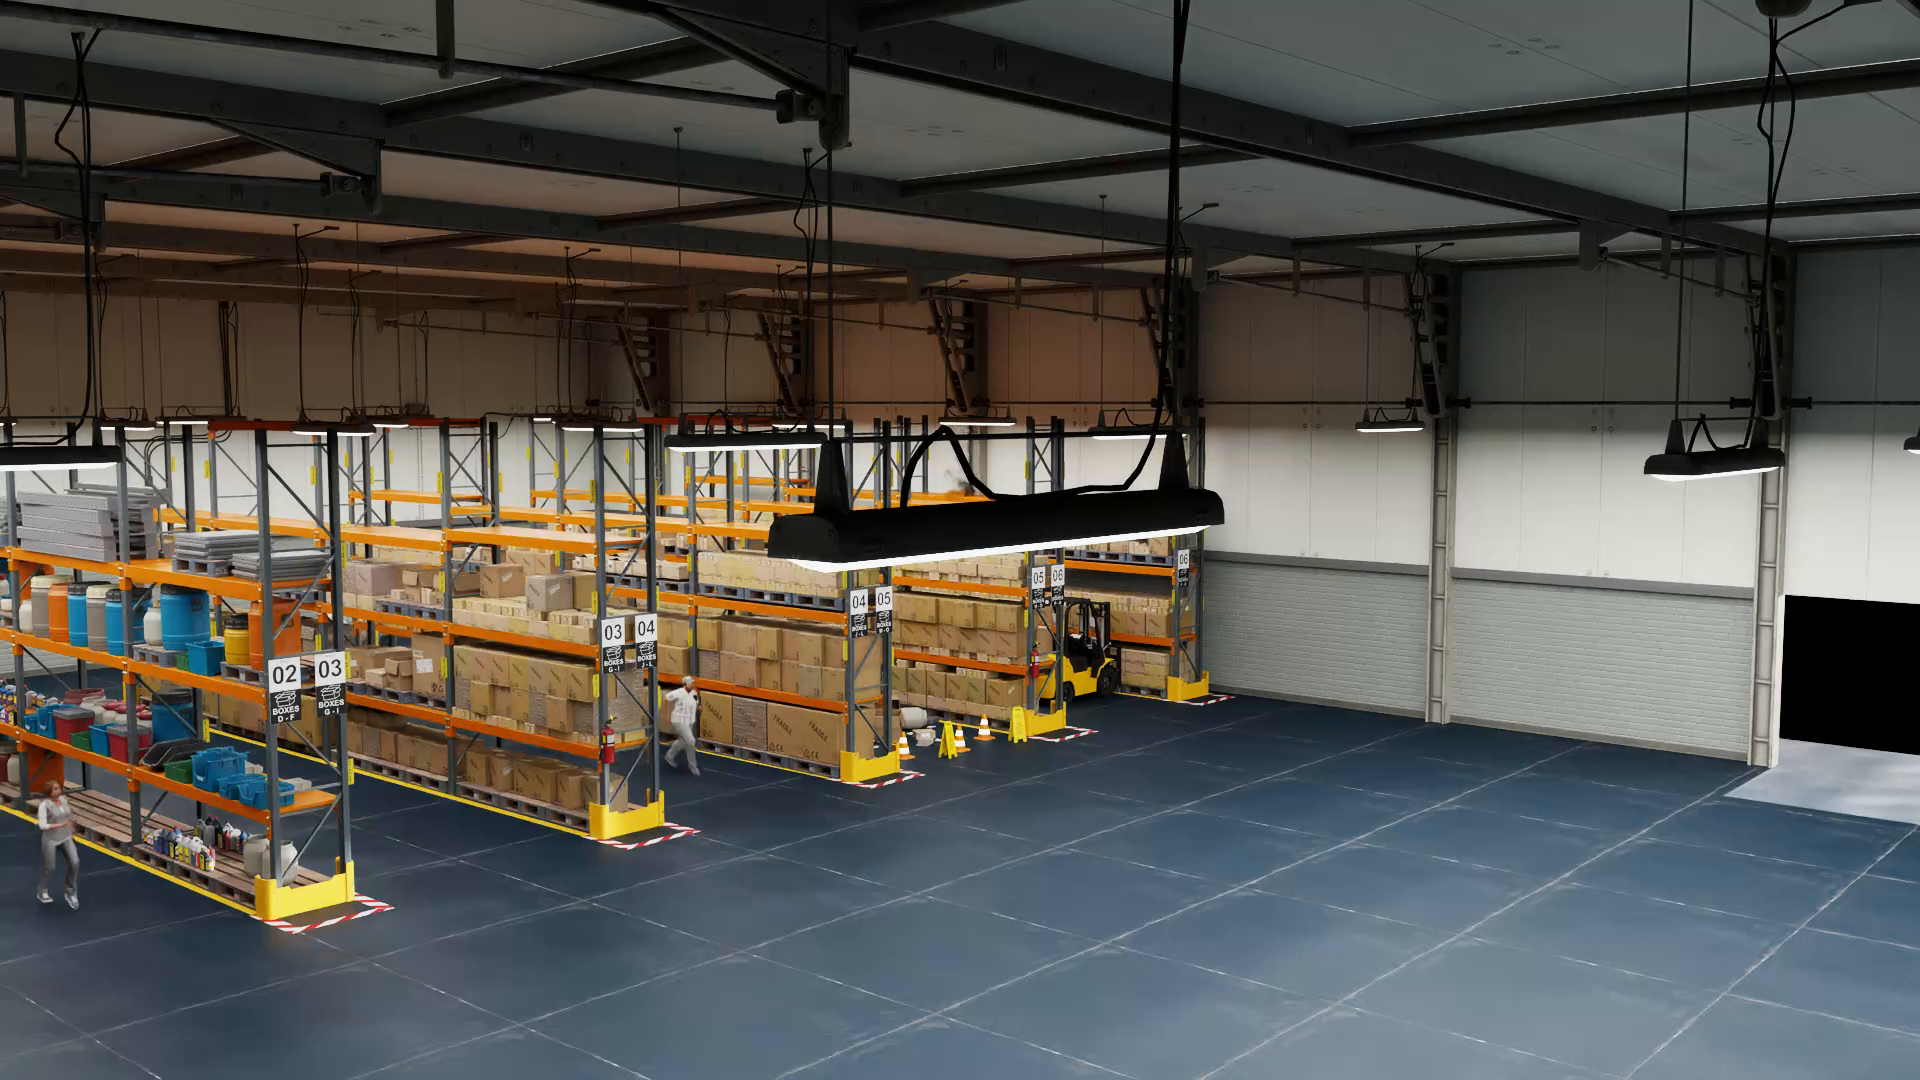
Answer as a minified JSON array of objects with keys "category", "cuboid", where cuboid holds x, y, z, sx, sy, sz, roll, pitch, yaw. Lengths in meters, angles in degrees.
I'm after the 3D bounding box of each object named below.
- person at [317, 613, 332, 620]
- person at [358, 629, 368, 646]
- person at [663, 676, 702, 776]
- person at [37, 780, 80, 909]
[{"category":"person","cuboid":[-14.855,2.237,39.094,0.587,1.661,0.631,0,5,1]},{"category":"person","cuboid":[-14.177,2.211,39.628,0.515,1.663,0.477,-2,5,-26]},{"category":"person","cuboid":[-4.755,3.155,28.432,0.863,1.713,0.627,3,6,35]},{"category":"person","cuboid":[-11.285,3.801,20.782,0.711,1.638,0.504,3,5,29]}]
